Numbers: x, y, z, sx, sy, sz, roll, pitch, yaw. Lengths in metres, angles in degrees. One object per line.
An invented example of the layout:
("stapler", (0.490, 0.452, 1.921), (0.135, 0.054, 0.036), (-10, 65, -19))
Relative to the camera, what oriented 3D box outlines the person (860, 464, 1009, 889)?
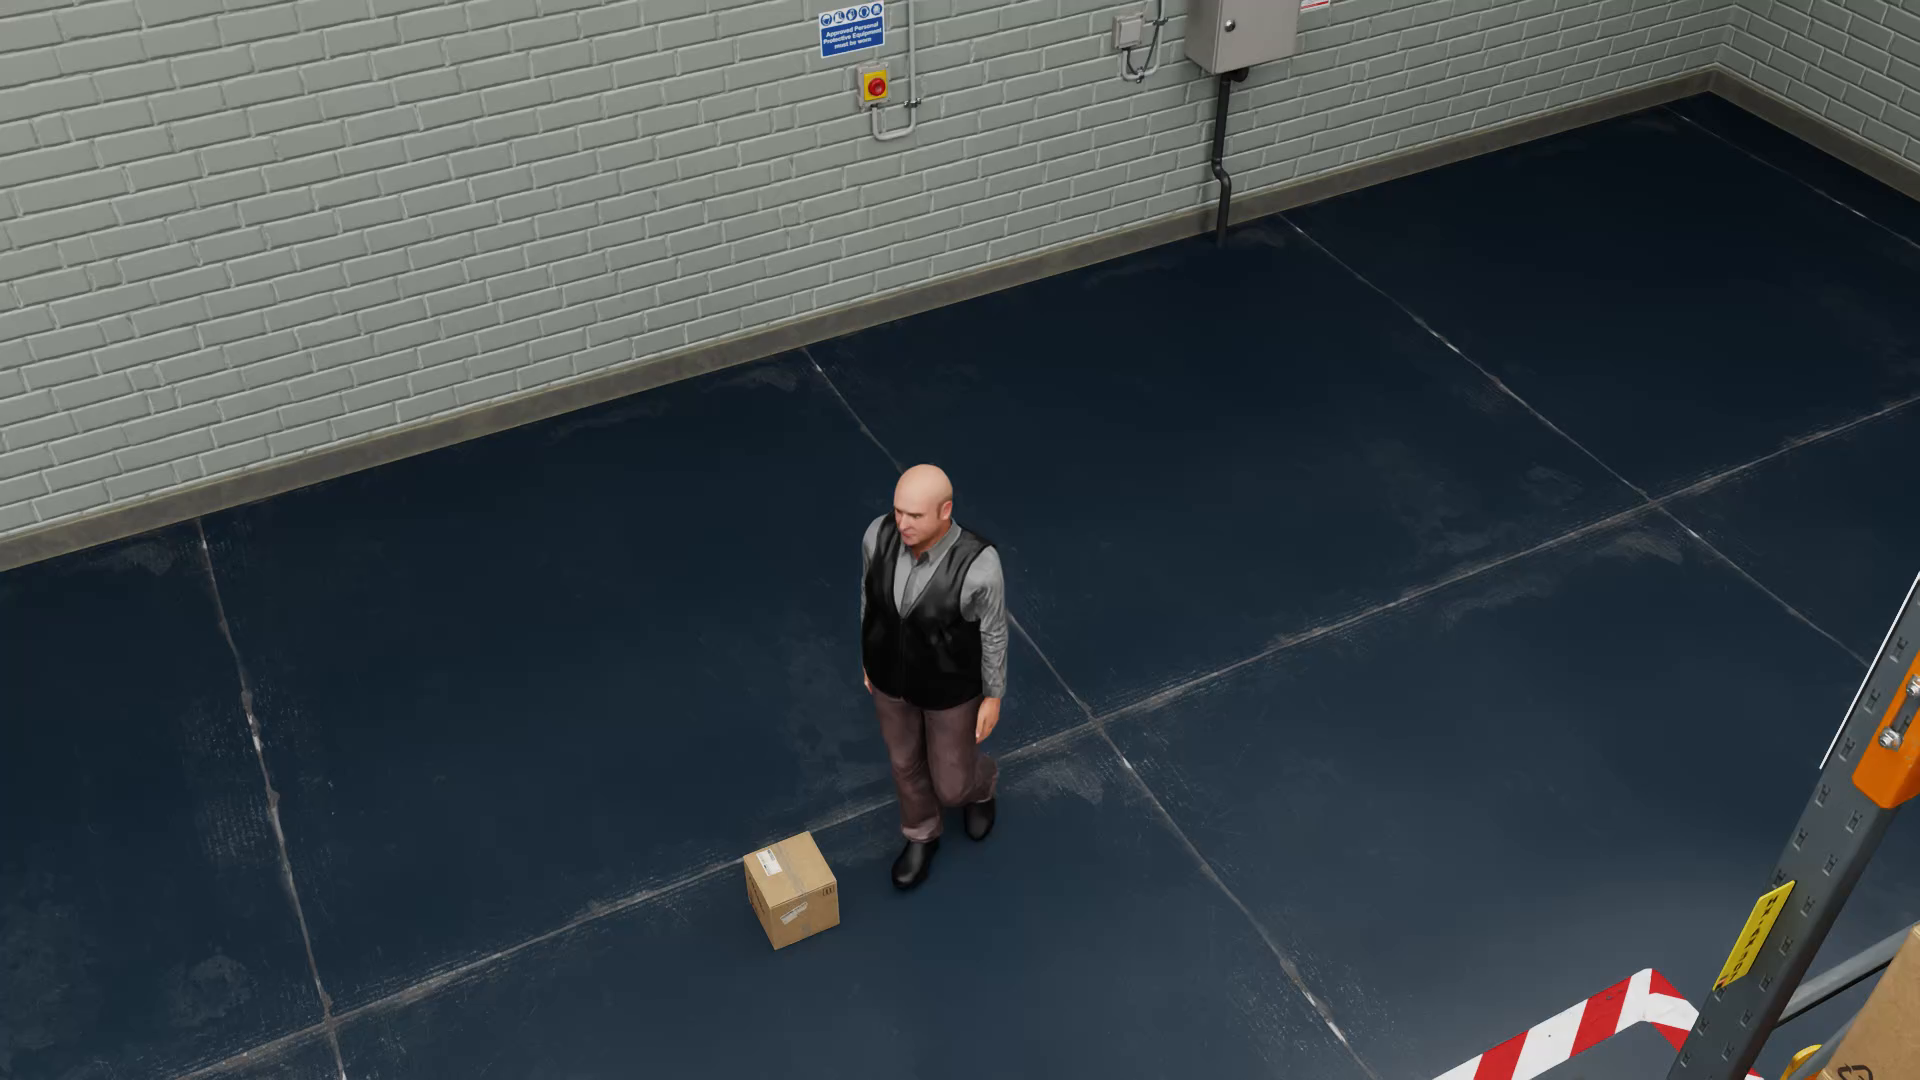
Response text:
("person", (-0.097, 0.464, 5.635), (0.571, 1.723, 0.562), (19, 44, 20))
